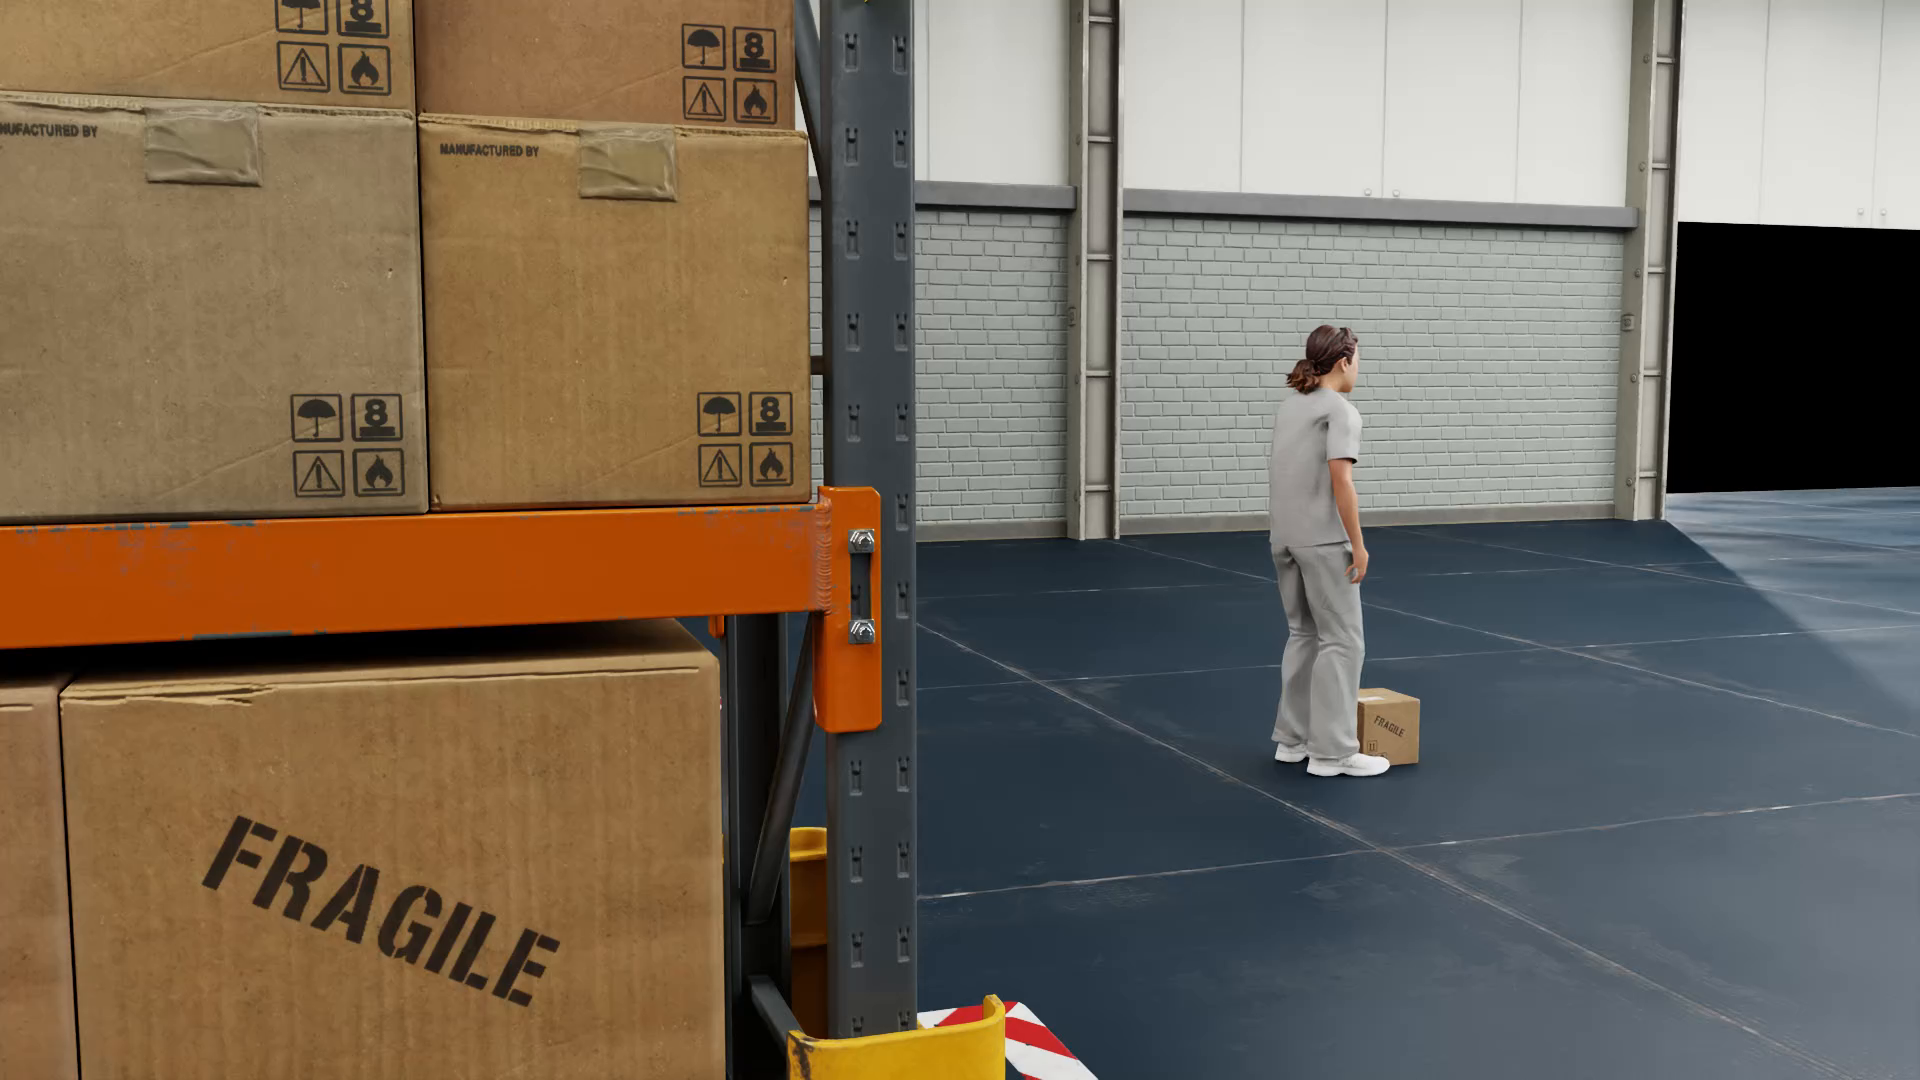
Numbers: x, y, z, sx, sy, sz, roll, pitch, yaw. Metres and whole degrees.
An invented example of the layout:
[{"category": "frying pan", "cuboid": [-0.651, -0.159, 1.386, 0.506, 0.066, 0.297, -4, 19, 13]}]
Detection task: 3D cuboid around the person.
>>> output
[{"category": "person", "cuboid": [1.365, 0.027, 6.273, 0.364, 1.671, 0.506, -2, 6, -22]}]
